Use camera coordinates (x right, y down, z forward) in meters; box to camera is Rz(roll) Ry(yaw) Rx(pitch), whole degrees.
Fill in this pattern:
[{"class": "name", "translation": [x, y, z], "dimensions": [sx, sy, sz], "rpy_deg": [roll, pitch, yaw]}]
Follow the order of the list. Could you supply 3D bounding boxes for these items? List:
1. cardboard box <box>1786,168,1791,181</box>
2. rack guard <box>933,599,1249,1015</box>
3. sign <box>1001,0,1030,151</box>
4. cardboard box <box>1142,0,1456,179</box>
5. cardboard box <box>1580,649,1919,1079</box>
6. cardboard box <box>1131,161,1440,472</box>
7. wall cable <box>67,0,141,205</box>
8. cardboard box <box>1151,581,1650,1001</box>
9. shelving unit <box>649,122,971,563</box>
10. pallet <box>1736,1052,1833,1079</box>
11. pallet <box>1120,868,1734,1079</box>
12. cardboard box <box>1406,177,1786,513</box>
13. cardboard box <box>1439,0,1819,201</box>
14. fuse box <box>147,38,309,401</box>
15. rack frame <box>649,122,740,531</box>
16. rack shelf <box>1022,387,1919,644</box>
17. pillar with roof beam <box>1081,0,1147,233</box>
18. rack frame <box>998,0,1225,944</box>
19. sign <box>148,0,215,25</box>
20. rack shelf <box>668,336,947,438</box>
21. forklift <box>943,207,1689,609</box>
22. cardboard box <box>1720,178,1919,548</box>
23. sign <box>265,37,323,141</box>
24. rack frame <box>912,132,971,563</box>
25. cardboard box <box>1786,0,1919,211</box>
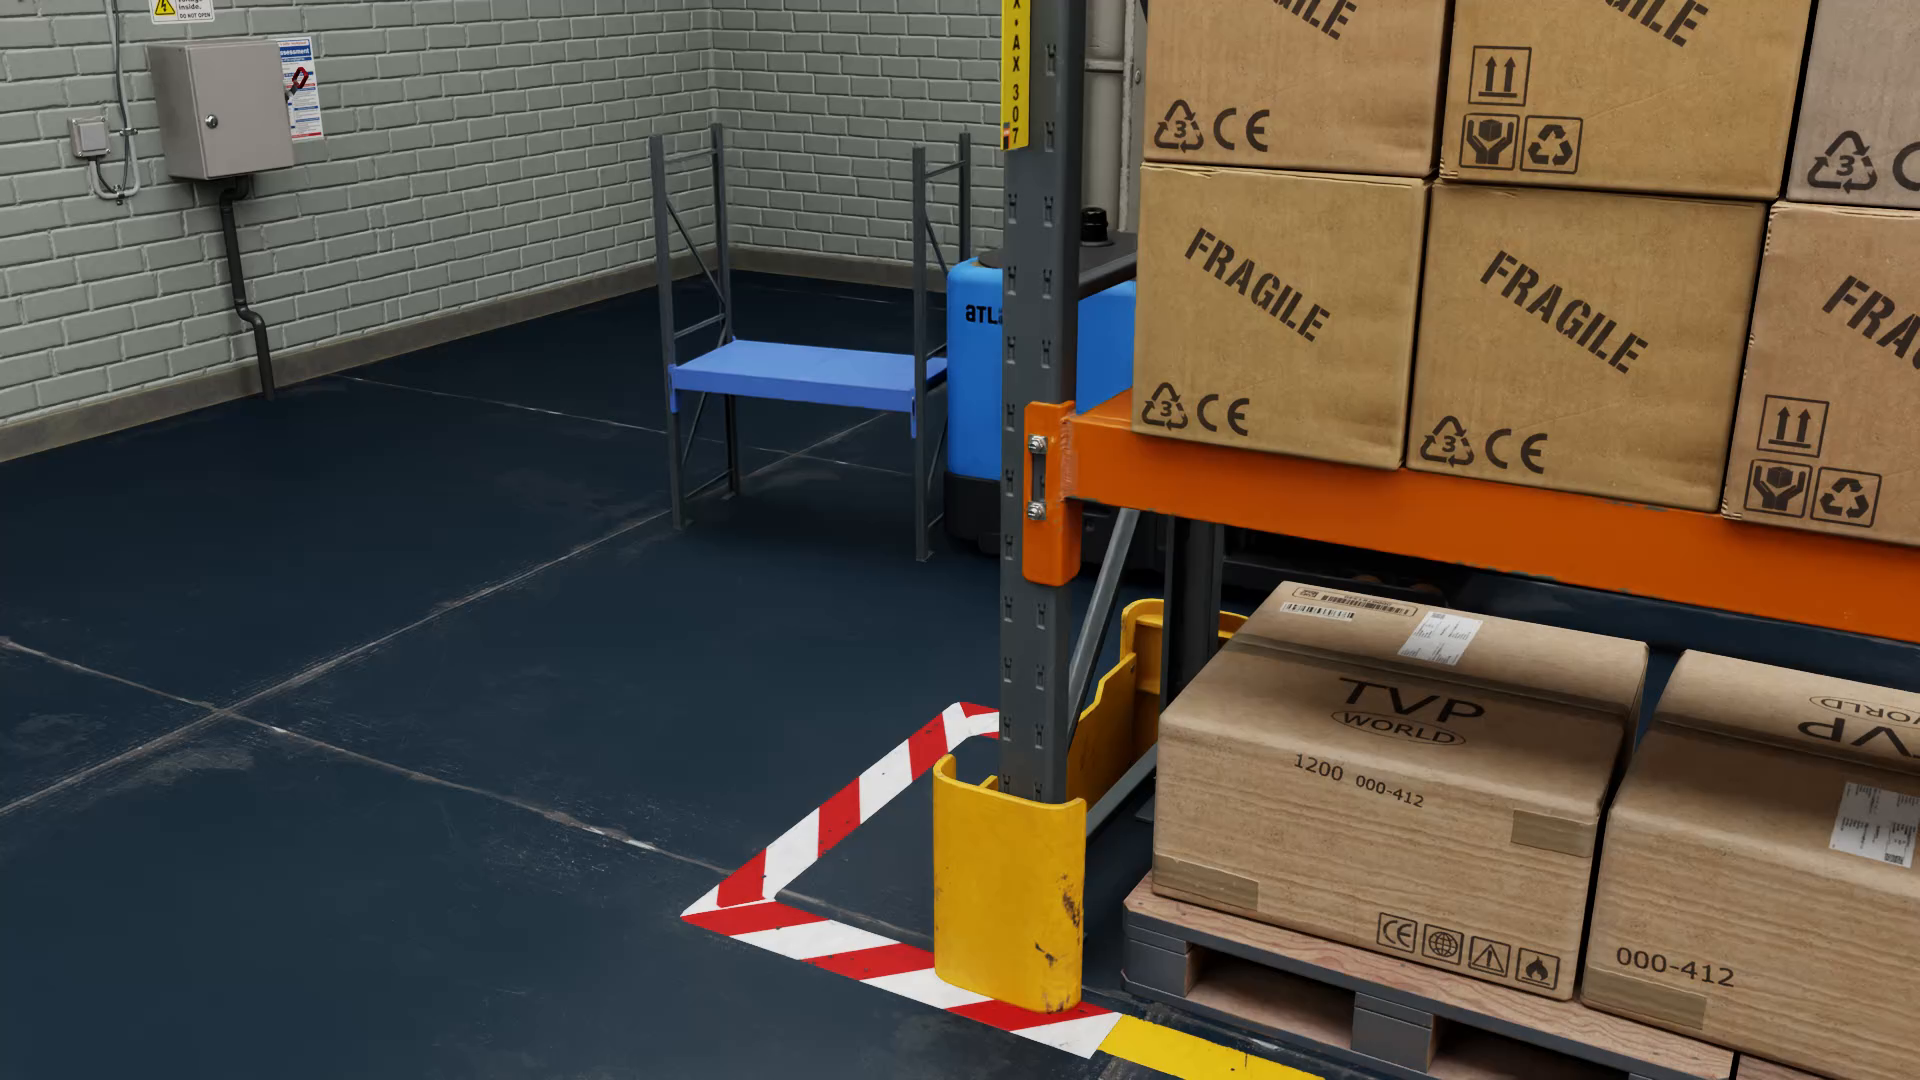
[{"class": "cardboard box", "translation": [1.356, -0.542, 3.313], "dimensions": [0.500, 0.500, 0.500], "rpy_deg": [10, 22, 26]}, {"class": "rack guard", "translation": [0.354, 0.587, 4.013], "dimensions": [0.348, 0.500, 1.175], "rpy_deg": [11, 23, 27]}, {"class": "sign", "translation": [0.099, -0.864, 2.962], "dimensions": [0.005, 0.325, 0.100], "rpy_deg": [11, 23, 27]}, {"class": "cardboard box", "translation": [0.655, -0.936, 2.935], "dimensions": [0.500, 0.500, 0.500], "rpy_deg": [10, 22, 26]}, {"class": "cardboard box", "translation": [1.803, 0.653, 3.308], "dimensions": [0.875, 0.438, 0.875], "rpy_deg": [11, 23, 29]}, {"class": "cardboard box", "translation": [0.654, -0.466, 3.103], "dimensions": [0.500, 0.500, 0.500], "rpy_deg": [11, 22, 27]}, {"class": "wall cable", "translation": [-3.877, -2.416, 7.138], "dimensions": [0.122, 1.984, 0.588], "rpy_deg": [11, 23, 27]}, {"class": "cardboard box", "translation": [1.000, 0.503, 3.721], "dimensions": [0.875, 0.438, 0.875], "rpy_deg": [10, 22, 25]}, {"class": "shelving unit", "translation": [-0.538, -0.762, 6.267], "dimensions": [1.048, 1.500, 0.538], "rpy_deg": [7, 21, 19]}, {"class": "pallet", "translation": [2.172, 1.040, 3.189], "dimensions": [1.213, 0.211, 1.003], "rpy_deg": [11, 23, 27]}, {"class": "pallet", "translation": [1.111, 0.837, 3.749], "dimensions": [1.213, 0.211, 1.003], "rpy_deg": [11, 23, 27]}, {"class": "cardboard box", "translation": [1.109, -0.390, 2.894], "dimensions": [0.500, 0.500, 0.500], "rpy_deg": [10, 22, 27]}, {"class": "cardboard box", "translation": [1.110, -0.853, 2.704], "dimensions": [0.500, 0.500, 0.500], "rpy_deg": [10, 22, 26]}, {"class": "fuse box", "translation": [-3.407, -1.510, 8.019], "dimensions": [0.414, 1.711, 0.539], "rpy_deg": [11, 23, 27]}, {"class": "rack frame", "translation": [-1.014, -0.822, 6.433], "dimensions": [0.032, 1.500, 0.500], "rpy_deg": [7, 21, 19]}, {"class": "rack shelf", "translation": [2.121, 0.087, 2.782], "dimensions": [4.000, 0.370, 1.077], "rpy_deg": [11, 23, 27]}, {"class": "pillar with roof beam", "translation": [-1.221, -4.318, 5.071], "dimensions": [0.400, 9.000, 9.100], "rpy_deg": [11, 23, 27]}, {"class": "rack frame", "translation": [0.375, -0.584, 3.576], "dimensions": [0.127, 3.000, 1.000], "rpy_deg": [11, 23, 27]}, {"class": "sign", "translation": [-3.615, -2.522, 7.708], "dimensions": [0.001, 0.242, 0.339], "rpy_deg": [11, 23, 27]}, {"class": "rack shelf", "translation": [-0.538, -0.593, 6.328], "dimensions": [1.000, 0.185, 0.538], "rpy_deg": [7, 21, 19]}, {"class": "forklift", "translation": [1.494, -1.270, 5.569], "dimensions": [3.031, 2.935, 1.130], "rpy_deg": [9, 22, 24]}, {"class": "cardboard box", "translation": [1.545, -0.300, 2.646], "dimensions": [0.500, 0.500, 0.500], "rpy_deg": [11, 22, 27]}, {"class": "sign", "translation": [-3.347, -2.253, 8.316], "dimensions": [0.001, 0.494, 0.329], "rpy_deg": [11, 23, 27]}, {"class": "rack frame", "translation": [-0.061, -0.702, 6.100], "dimensions": [0.032, 1.500, 0.500], "rpy_deg": [7, 21, 19]}, {"class": "cardboard box", "translation": [1.563, -0.769, 2.474], "dimensions": [0.500, 0.500, 0.500], "rpy_deg": [11, 22, 27]}]
